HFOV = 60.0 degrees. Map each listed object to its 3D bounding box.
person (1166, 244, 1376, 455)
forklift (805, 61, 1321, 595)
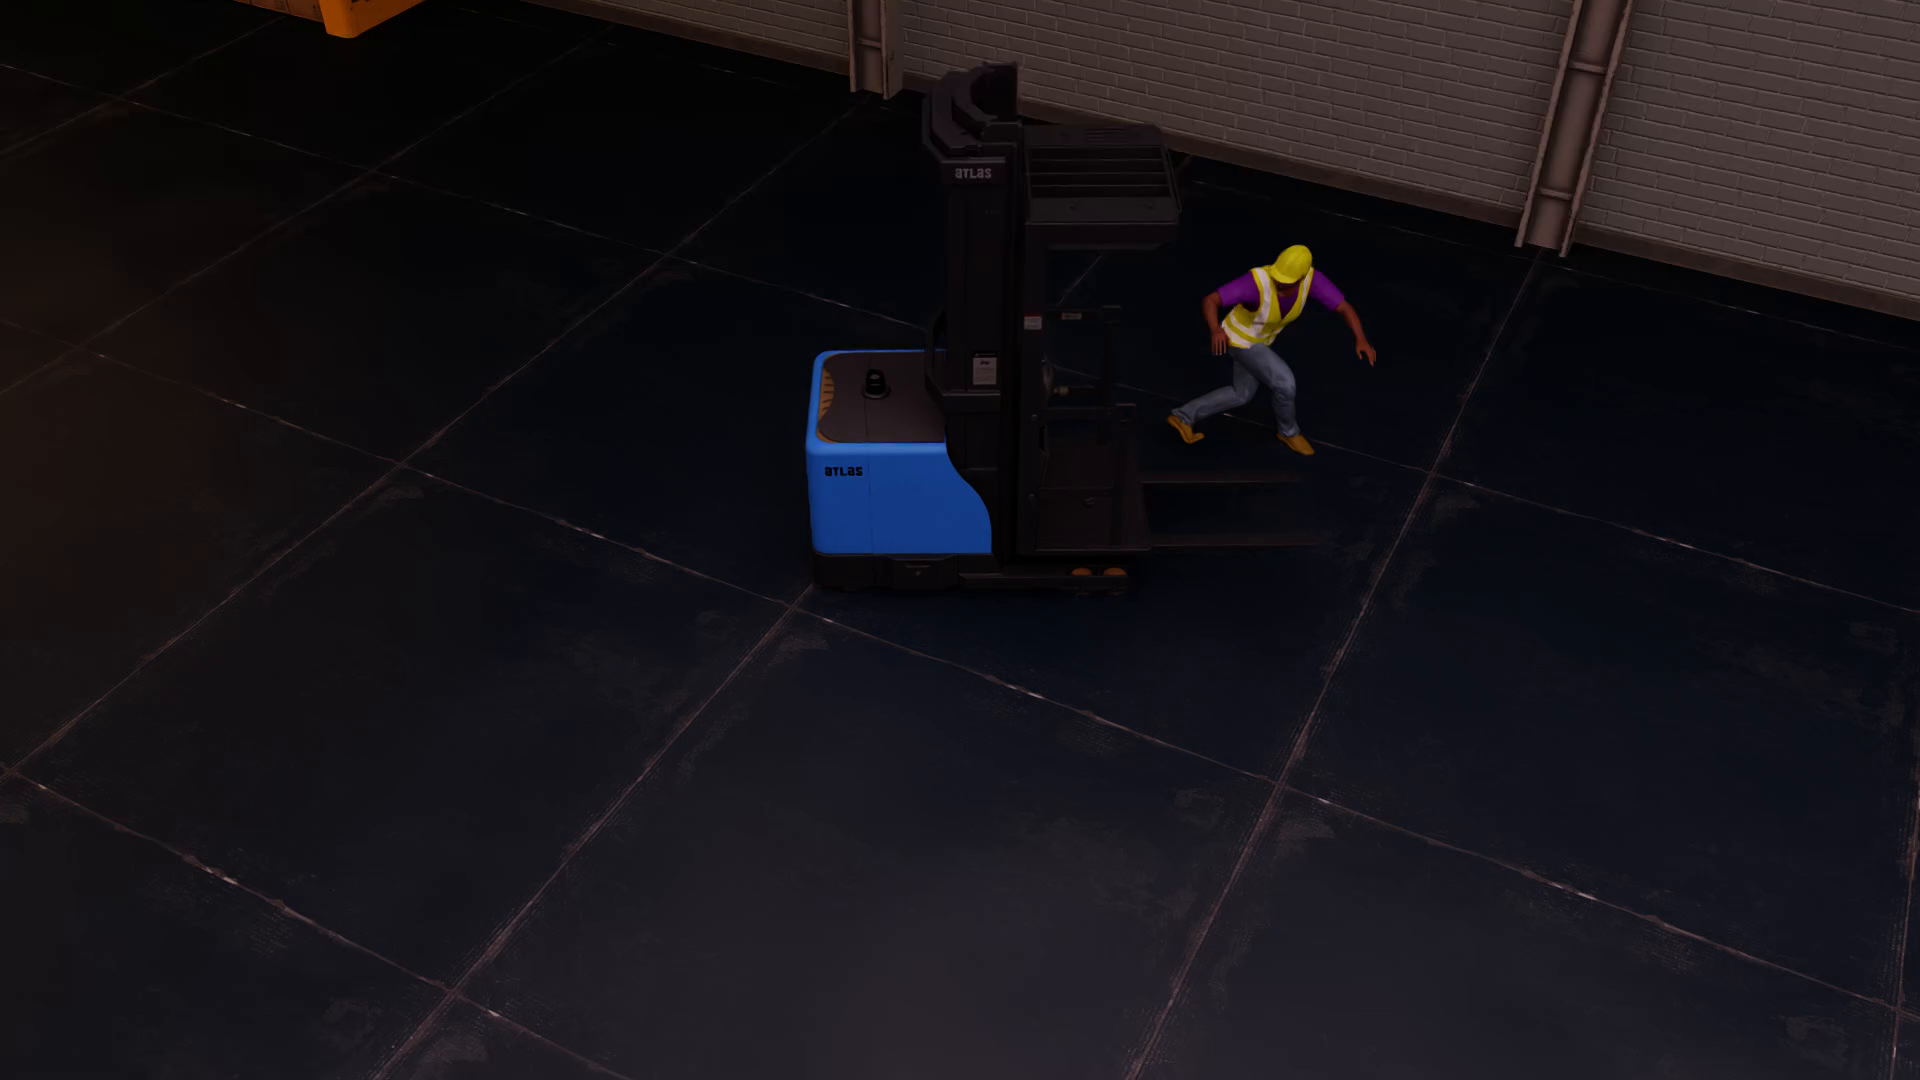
[{"bbox_3d":[1.947,-1.118,10.429,1.166,1.553,0.966,29,48,30],"label":"person"},{"bbox_3d":[0.630,-1.138,9.337,3.031,2.935,1.130,0,40,0],"label":"forklift"}]
